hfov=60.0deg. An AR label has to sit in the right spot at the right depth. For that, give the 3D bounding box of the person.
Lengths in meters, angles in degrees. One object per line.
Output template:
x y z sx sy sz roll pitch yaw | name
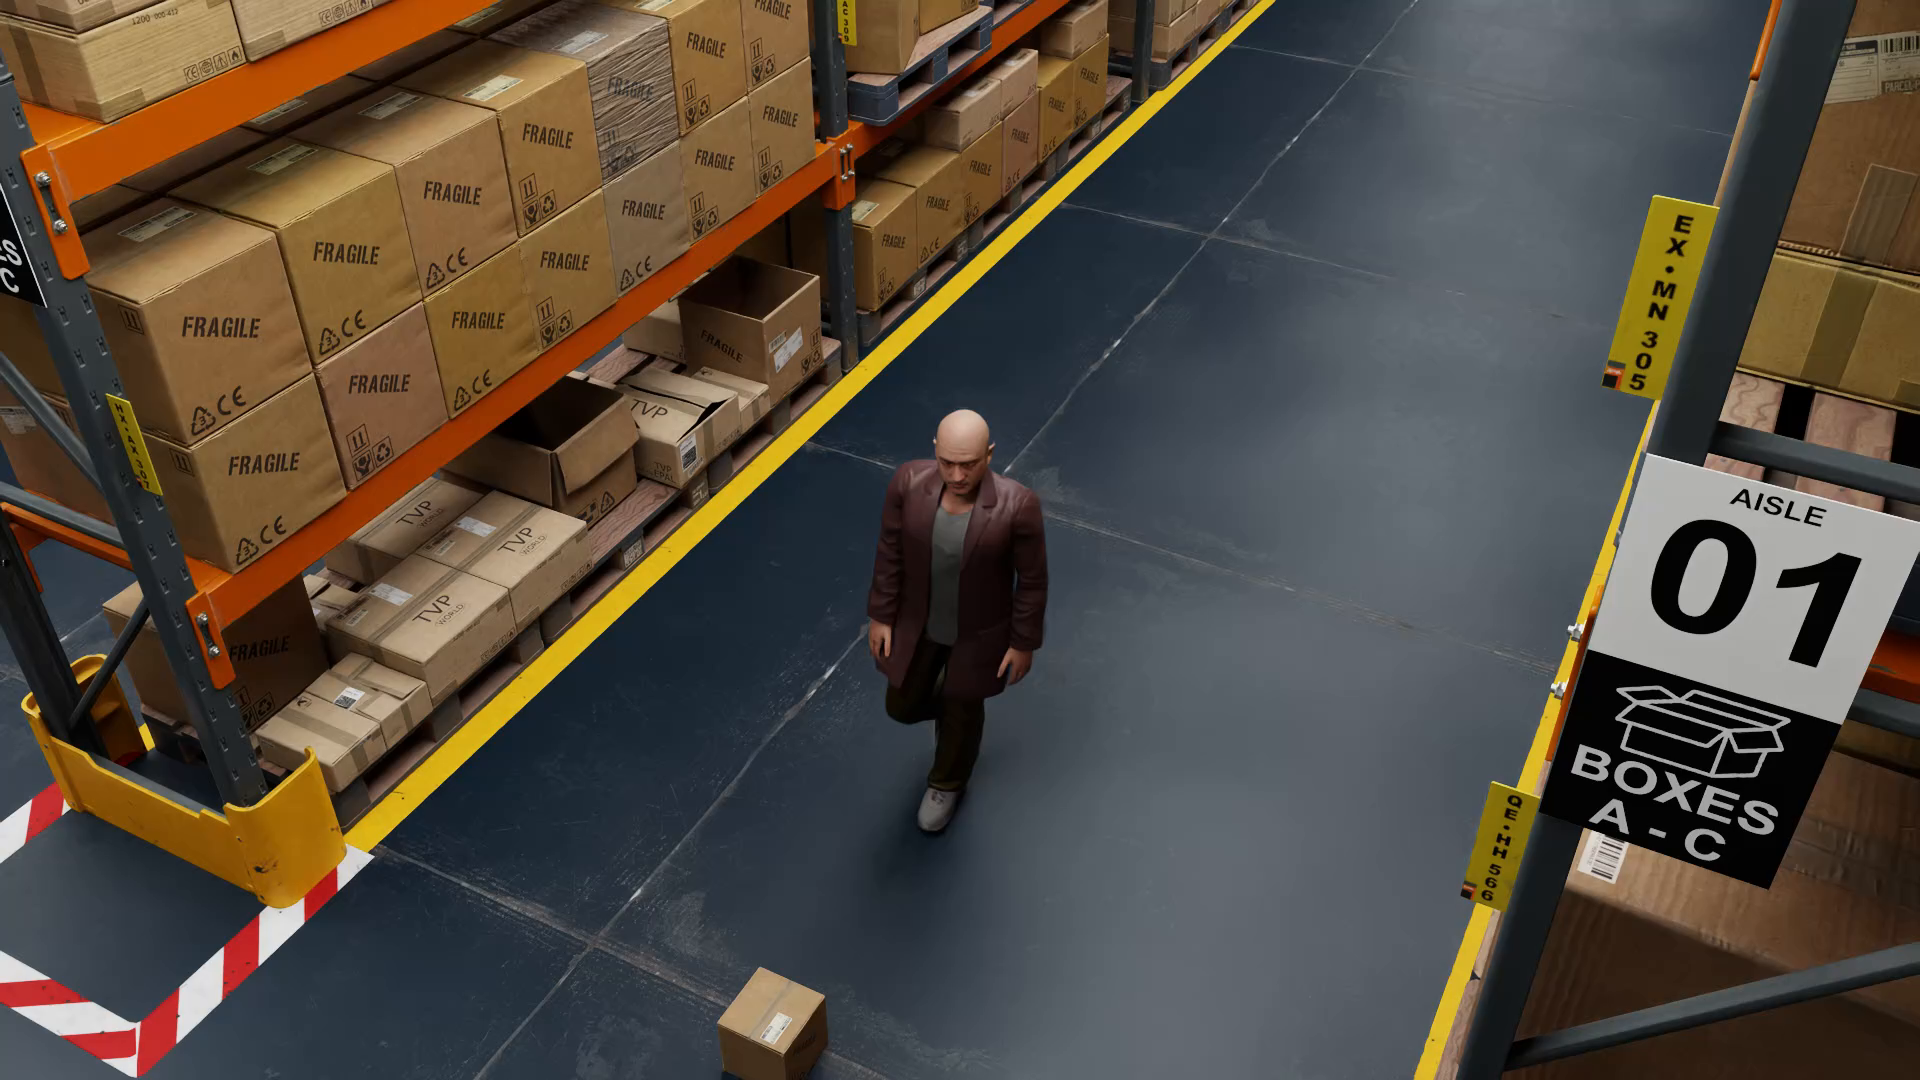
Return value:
0.024 0.240 5.819 0.624 1.772 0.610 13 39 16 | person
